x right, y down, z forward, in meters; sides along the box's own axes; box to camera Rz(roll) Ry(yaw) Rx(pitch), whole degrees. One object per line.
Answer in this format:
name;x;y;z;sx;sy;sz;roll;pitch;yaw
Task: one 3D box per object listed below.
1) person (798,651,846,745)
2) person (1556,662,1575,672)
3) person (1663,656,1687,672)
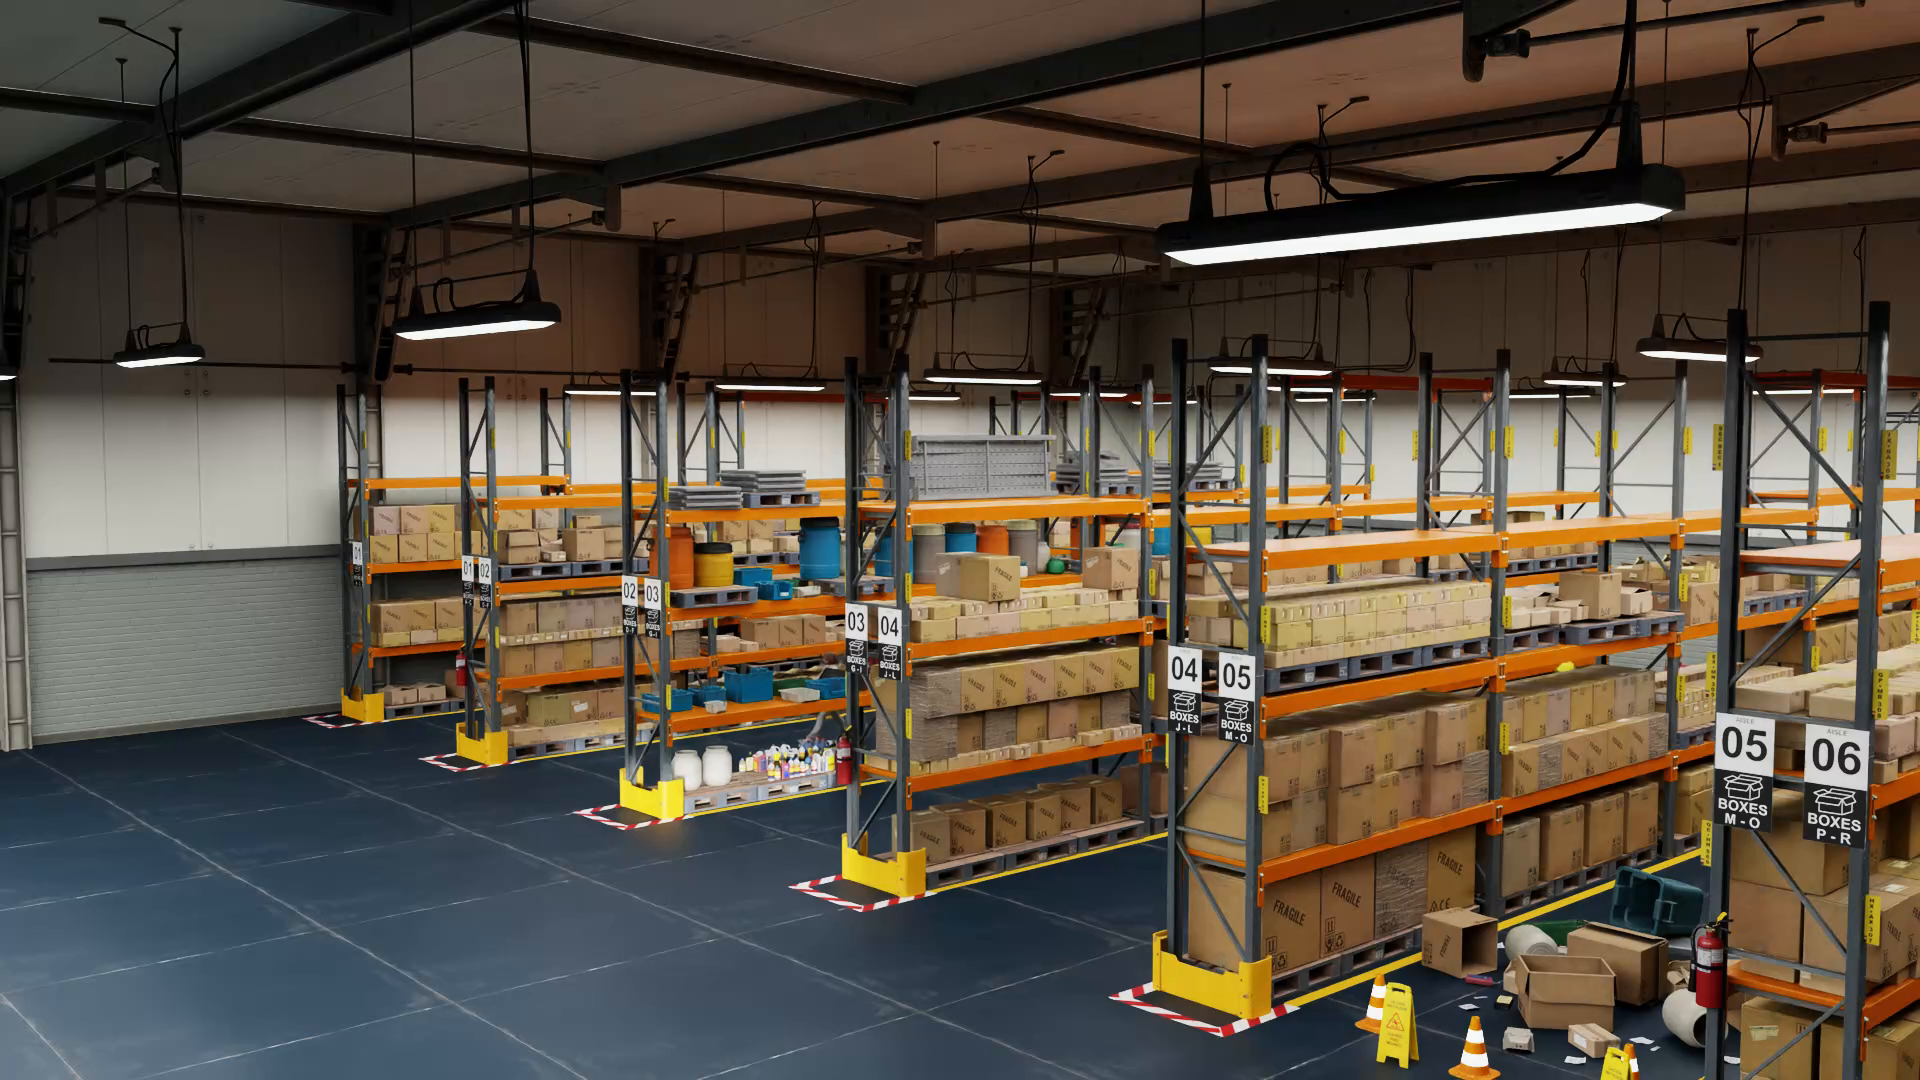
person;-2.227;2.586;27.249;0.952;1.548;0.448;-1;4;-16
person;9.143;2.670;24.779;0.574;1.744;0.646;-2;4;-30
person;11.667;2.590;26.836;0.698;1.636;0.716;-2;4;-32
